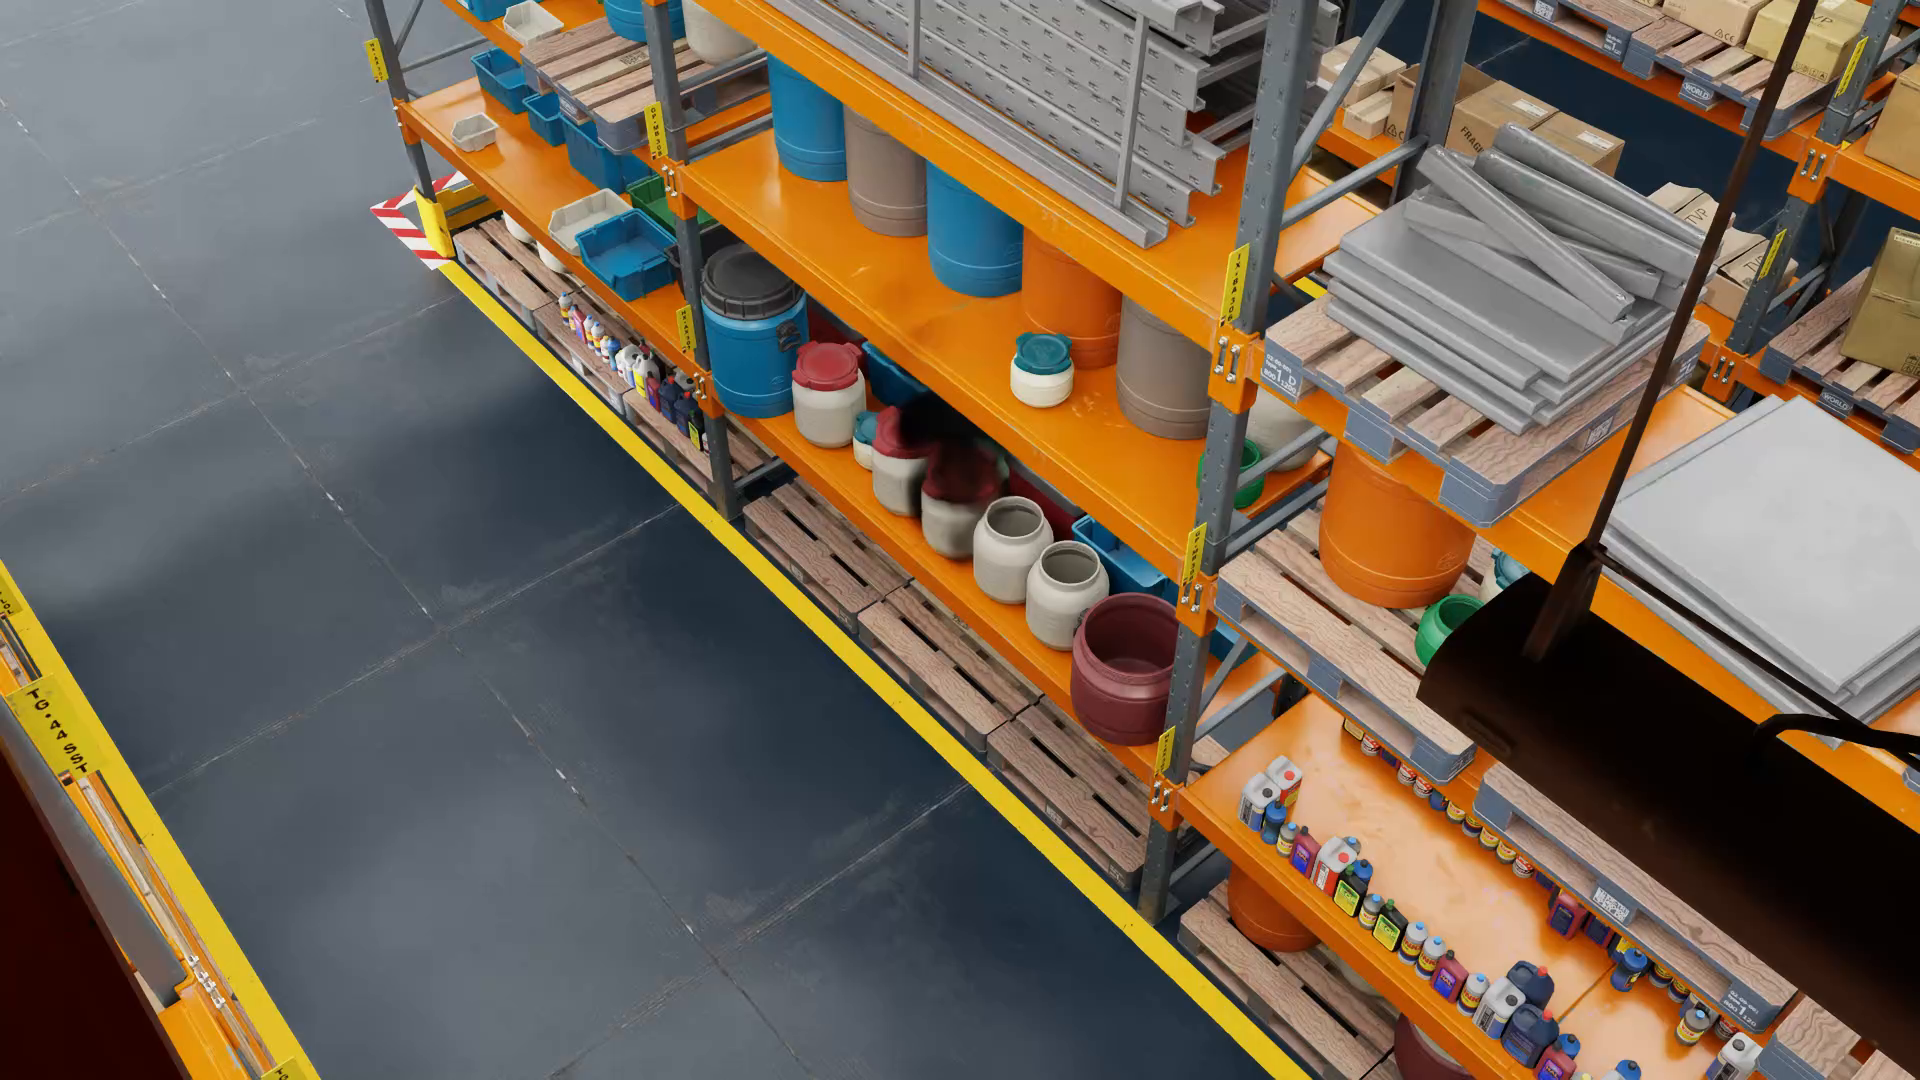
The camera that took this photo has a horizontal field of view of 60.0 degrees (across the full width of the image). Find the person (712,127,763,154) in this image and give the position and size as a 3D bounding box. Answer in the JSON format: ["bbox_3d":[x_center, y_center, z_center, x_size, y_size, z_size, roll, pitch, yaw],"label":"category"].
[{"bbox_3d":[-1.723,-3.192,12.875,0.632,1.764,0.722,-31,54,-26],"label":"person"}]
